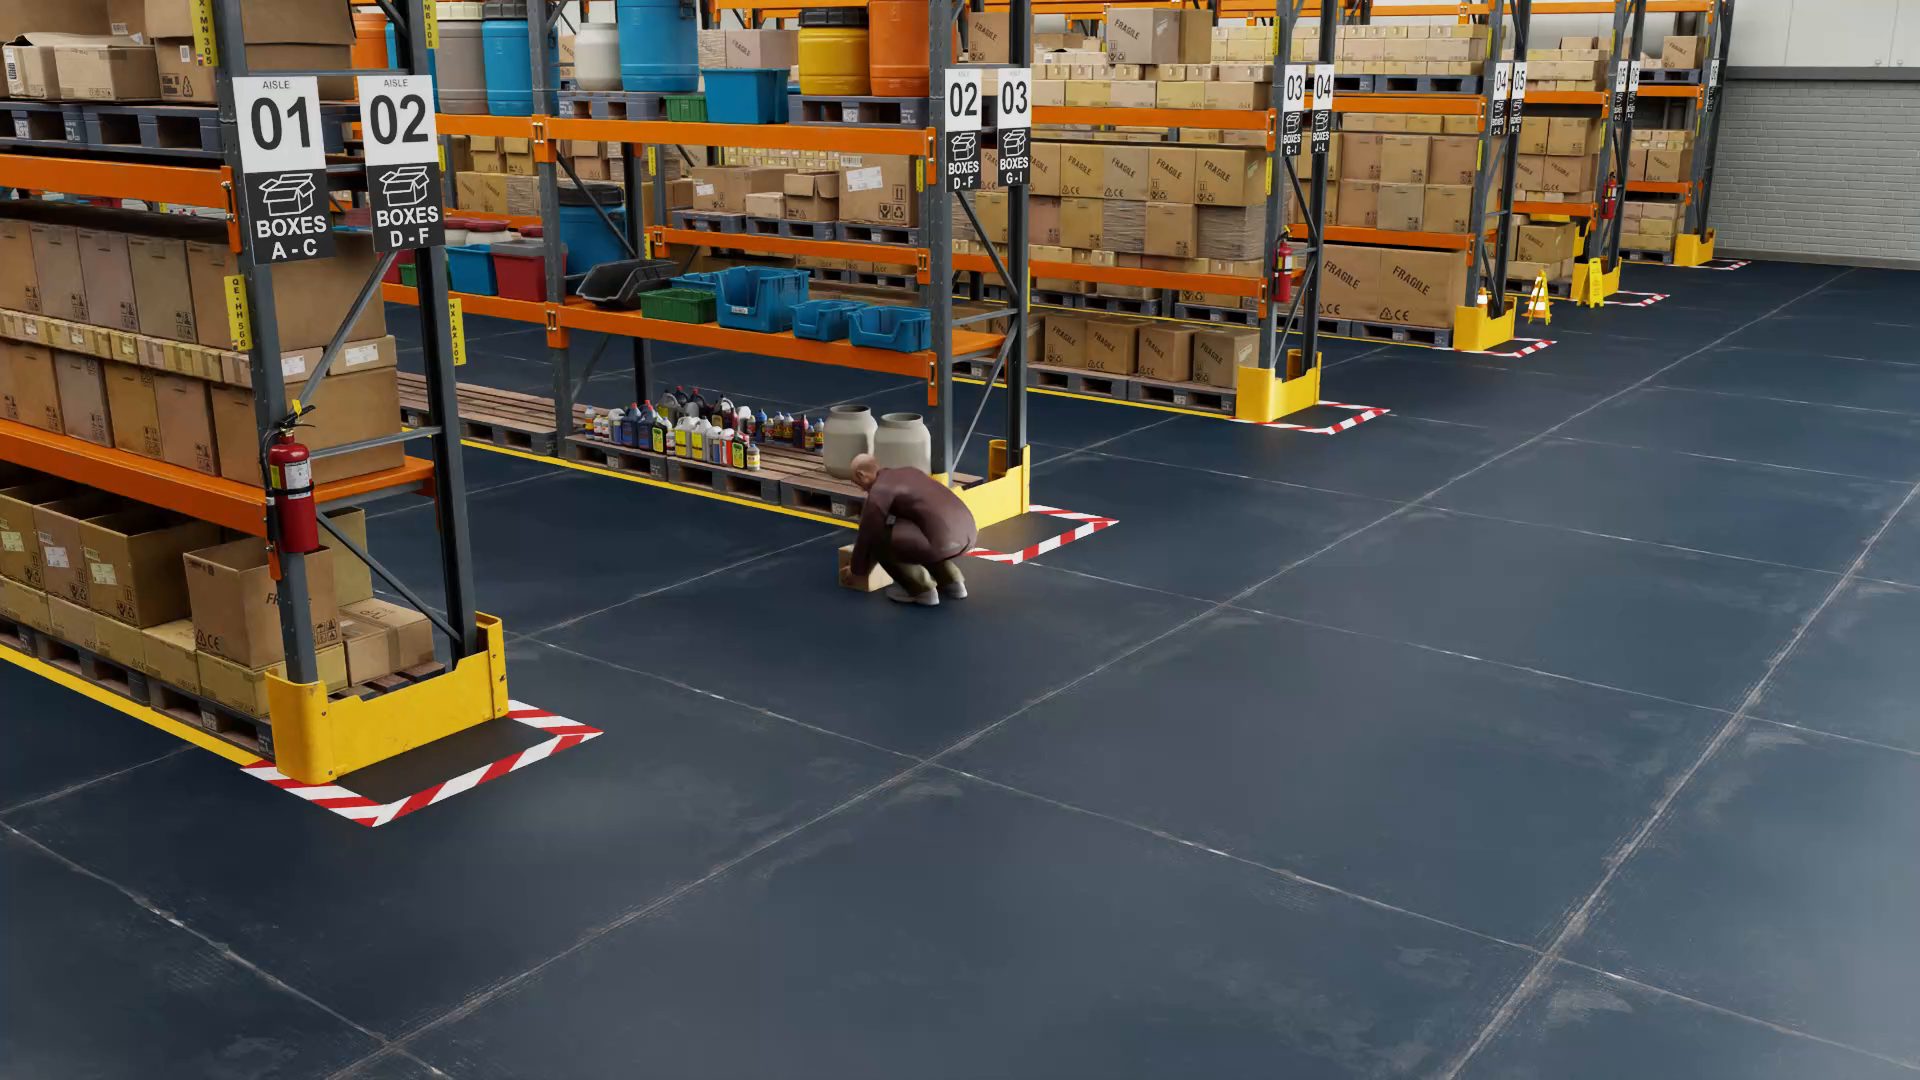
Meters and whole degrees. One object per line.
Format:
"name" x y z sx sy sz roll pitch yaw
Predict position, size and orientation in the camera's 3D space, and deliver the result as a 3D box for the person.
"person" -0.313 -0.076 10.420 0.899 0.886 0.603 12 20 35
